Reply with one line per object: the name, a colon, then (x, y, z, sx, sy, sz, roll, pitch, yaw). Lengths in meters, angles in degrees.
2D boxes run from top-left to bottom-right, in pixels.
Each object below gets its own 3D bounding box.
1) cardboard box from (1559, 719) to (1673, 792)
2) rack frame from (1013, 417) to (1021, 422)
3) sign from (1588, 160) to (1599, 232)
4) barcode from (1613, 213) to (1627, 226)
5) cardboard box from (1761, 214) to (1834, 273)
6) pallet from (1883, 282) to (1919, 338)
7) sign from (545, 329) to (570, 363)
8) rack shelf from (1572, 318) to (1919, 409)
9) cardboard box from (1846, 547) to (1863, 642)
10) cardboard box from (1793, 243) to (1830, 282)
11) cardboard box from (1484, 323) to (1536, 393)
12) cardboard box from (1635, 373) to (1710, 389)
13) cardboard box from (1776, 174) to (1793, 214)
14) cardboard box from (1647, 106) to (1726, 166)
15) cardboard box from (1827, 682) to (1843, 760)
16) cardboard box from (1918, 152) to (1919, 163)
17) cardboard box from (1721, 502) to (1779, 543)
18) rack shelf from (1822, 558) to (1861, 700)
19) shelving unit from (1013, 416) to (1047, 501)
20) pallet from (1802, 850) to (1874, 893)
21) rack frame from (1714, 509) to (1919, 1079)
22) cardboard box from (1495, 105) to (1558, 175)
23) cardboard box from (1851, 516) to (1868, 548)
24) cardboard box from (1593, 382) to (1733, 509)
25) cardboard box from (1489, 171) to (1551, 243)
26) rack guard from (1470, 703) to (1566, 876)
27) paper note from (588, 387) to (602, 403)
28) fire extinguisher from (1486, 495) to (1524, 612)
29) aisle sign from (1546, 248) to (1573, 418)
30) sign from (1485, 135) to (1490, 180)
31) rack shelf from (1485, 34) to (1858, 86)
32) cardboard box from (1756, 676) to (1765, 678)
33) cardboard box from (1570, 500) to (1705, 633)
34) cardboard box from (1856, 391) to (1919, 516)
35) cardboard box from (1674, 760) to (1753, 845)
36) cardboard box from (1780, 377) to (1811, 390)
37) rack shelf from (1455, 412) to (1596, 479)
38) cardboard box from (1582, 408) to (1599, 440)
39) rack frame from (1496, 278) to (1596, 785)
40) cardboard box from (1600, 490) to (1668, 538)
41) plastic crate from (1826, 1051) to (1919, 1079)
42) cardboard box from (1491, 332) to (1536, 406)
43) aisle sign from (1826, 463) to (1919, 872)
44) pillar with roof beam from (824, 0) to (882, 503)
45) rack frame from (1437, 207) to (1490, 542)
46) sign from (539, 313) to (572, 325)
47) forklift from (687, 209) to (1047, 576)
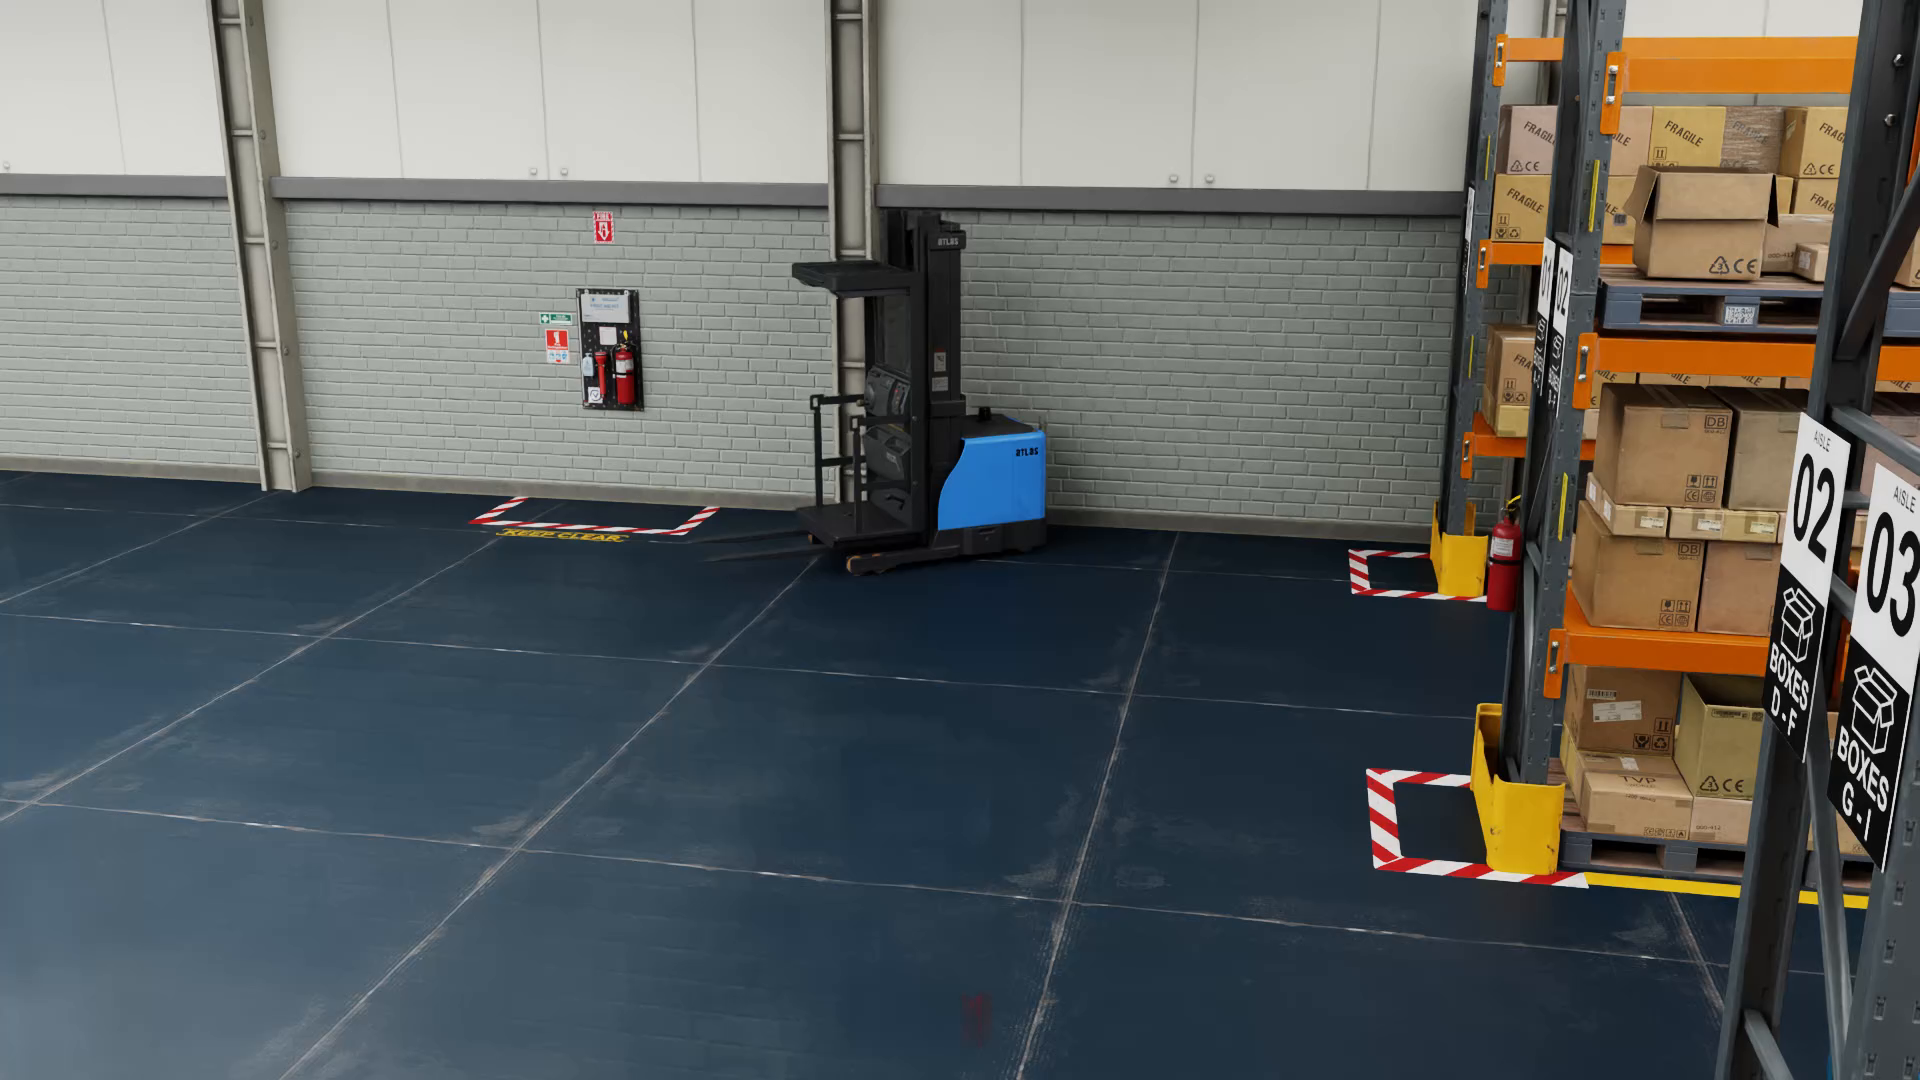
cardboard box: (3.669, 1.221, 9.327, 0.500, 0.250, 0.500, 3, 16, 11)
rack frame: (0.515, -0.584, 15.134, 0.008, 1.050, 0.200, -4, 16, -15)
sign: (2.969, -1.613, 7.790, 0.005, 0.325, 0.100, 3, 16, 11)
barcode: (3.477, -1.688, 8.760, 0.075, 0.075, 0.001, 3, 16, 11)
cardboard box: (4.266, -1.503, 8.413, 0.500, 0.250, 0.500, 3, 16, 11)
pallet: (4.972, -1.147, 8.059, 1.213, 0.211, 1.003, 3, 16, 11)
sign: (-3.888, -1.872, 16.063, 0.234, 0.329, 0.001, 3, 16, 11)
rack shelf: (5.045, -0.845, 8.152, 4.000, 0.370, 1.077, 3, 16, 11)
cardboard box: (4.541, 0.182, 8.528, 0.500, 0.500, 0.700, 3, 16, 11)
cardboard box: (4.203, -1.338, 8.006, 0.250, 0.149, 0.380, 3, 16, 11)
cardboard box: (4.573, -1.478, 13.547, 0.500, 0.500, 0.500, 3, 16, 10)
cardboard box: (5.464, -1.285, 12.852, 0.500, 0.500, 0.500, 3, 16, 9)
cardboard box: (5.904, -2.481, 12.487, 0.500, 0.500, 0.500, 4, 16, 15)
cardboard box: (5.384, -2.986, 12.434, 0.500, 0.500, 0.500, 4, 16, 13)
cardboard box: (4.549, 1.045, 8.560, 0.500, 0.500, 0.500, 3, 16, 11)
cardboard box: (6.901, -2.903, 12.137, 0.500, 0.500, 0.500, 4, 16, 14)
cardboard box: (3.930, -0.109, 8.364, 0.250, 0.149, 0.380, 3, 16, 11)
rack shelf: (4.054, 0.451, 3.475, 4.000, 0.370, 1.077, 3, 16, 11)
shelving unit: (0.633, -0.593, 15.165, 0.252, 1.050, 0.215, -4, 16, -15)
pallet: (5.035, 1.587, 8.869, 1.213, 0.211, 1.003, 3, 16, 11)
rack frame: (2.094, 1.443, 4.163, 0.127, 3.000, 1.000, 3, 16, 11)
cardboard box: (4.398, -3.050, 12.666, 0.500, 0.500, 0.500, 2, 16, 7)
cardboard box: (4.439, -0.082, 8.265, 0.250, 0.149, 0.380, 3, 16, 9)
cardboard box: (3.592, -0.495, 8.542, 0.500, 0.500, 0.700, 3, 16, 11)
cardboard box: (4.346, -2.569, 12.803, 0.500, 0.500, 0.500, 4, 16, 13)
rack guard: (3.062, 1.351, 9.179, 0.348, 0.500, 1.175, 3, 16, 11)
paper note: (-3.527, -1.401, 16.081, 0.142, 0.148, 0.016, 3, 16, 11)
fire extinguisher: (3.062, 0.057, 9.312, 0.183, 0.674, 0.296, 3, 16, 11)
aisle sign: (2.960, -1.029, 8.217, 0.004, 0.787, 0.394, 3, 16, 11)
sign: (3.961, -2.873, 12.490, 0.005, 0.325, 0.100, 3, 16, 11)
rack shelf: (6.028, -3.585, 12.431, 4.000, 0.370, 1.077, 3, 16, 11)
cardboard box: (4.653, 0.909, 9.051, 0.500, 0.500, 0.500, 3, 16, 11)
cardboard box: (3.540, 0.128, 8.725, 0.500, 0.500, 0.700, 3, 16, 11)
cardboard box: (4.602, -0.442, 8.350, 0.500, 0.500, 0.700, 3, 16, 11)
cardboard box: (4.057, 1.383, 8.746, 0.500, 0.250, 0.500, 3, 16, 11)
cardboard box: (6.482, -1.233, 12.664, 0.500, 0.500, 0.500, 3, 16, 9)
rack shelf: (6.028, -0.695, 13.231, 4.000, 0.370, 1.077, 3, 16, 11)
cardboard box: (4.995, -0.953, 13.057, 0.500, 0.250, 0.500, 3, 16, 9)
rack frame: (3.085, 0.148, 8.840, 0.127, 3.000, 1.000, 3, 16, 11)
cardboard box: (3.427, -0.136, 8.462, 0.250, 0.149, 0.380, 3, 16, 11)
plastic crate: (2.644, 1.463, 4.370, 0.616, 0.251, 0.499, 3, 16, 11)
cardboard box: (4.477, -1.343, 13.061, 0.500, 0.500, 0.500, 3, 16, 11)
aisle sign: (1.965, 0.263, 3.553, 0.004, 0.787, 0.394, 3, 16, 11)
pillar with roof beam: (-1.811, -3.422, 10.488, 0.400, 9.000, 9.100, 3, 16, 11)
rack frame: (4.069, -1.149, 13.519, 0.127, 3.000, 1.000, 3, 16, 11)
sign: (-3.885, -2.125, 15.983, 0.331, 0.109, 0.001, 3, 16, 11)
forklift: (-0.804, -1.271, 14.090, 3.031, 2.935, 1.130, -7, 17, -23)
